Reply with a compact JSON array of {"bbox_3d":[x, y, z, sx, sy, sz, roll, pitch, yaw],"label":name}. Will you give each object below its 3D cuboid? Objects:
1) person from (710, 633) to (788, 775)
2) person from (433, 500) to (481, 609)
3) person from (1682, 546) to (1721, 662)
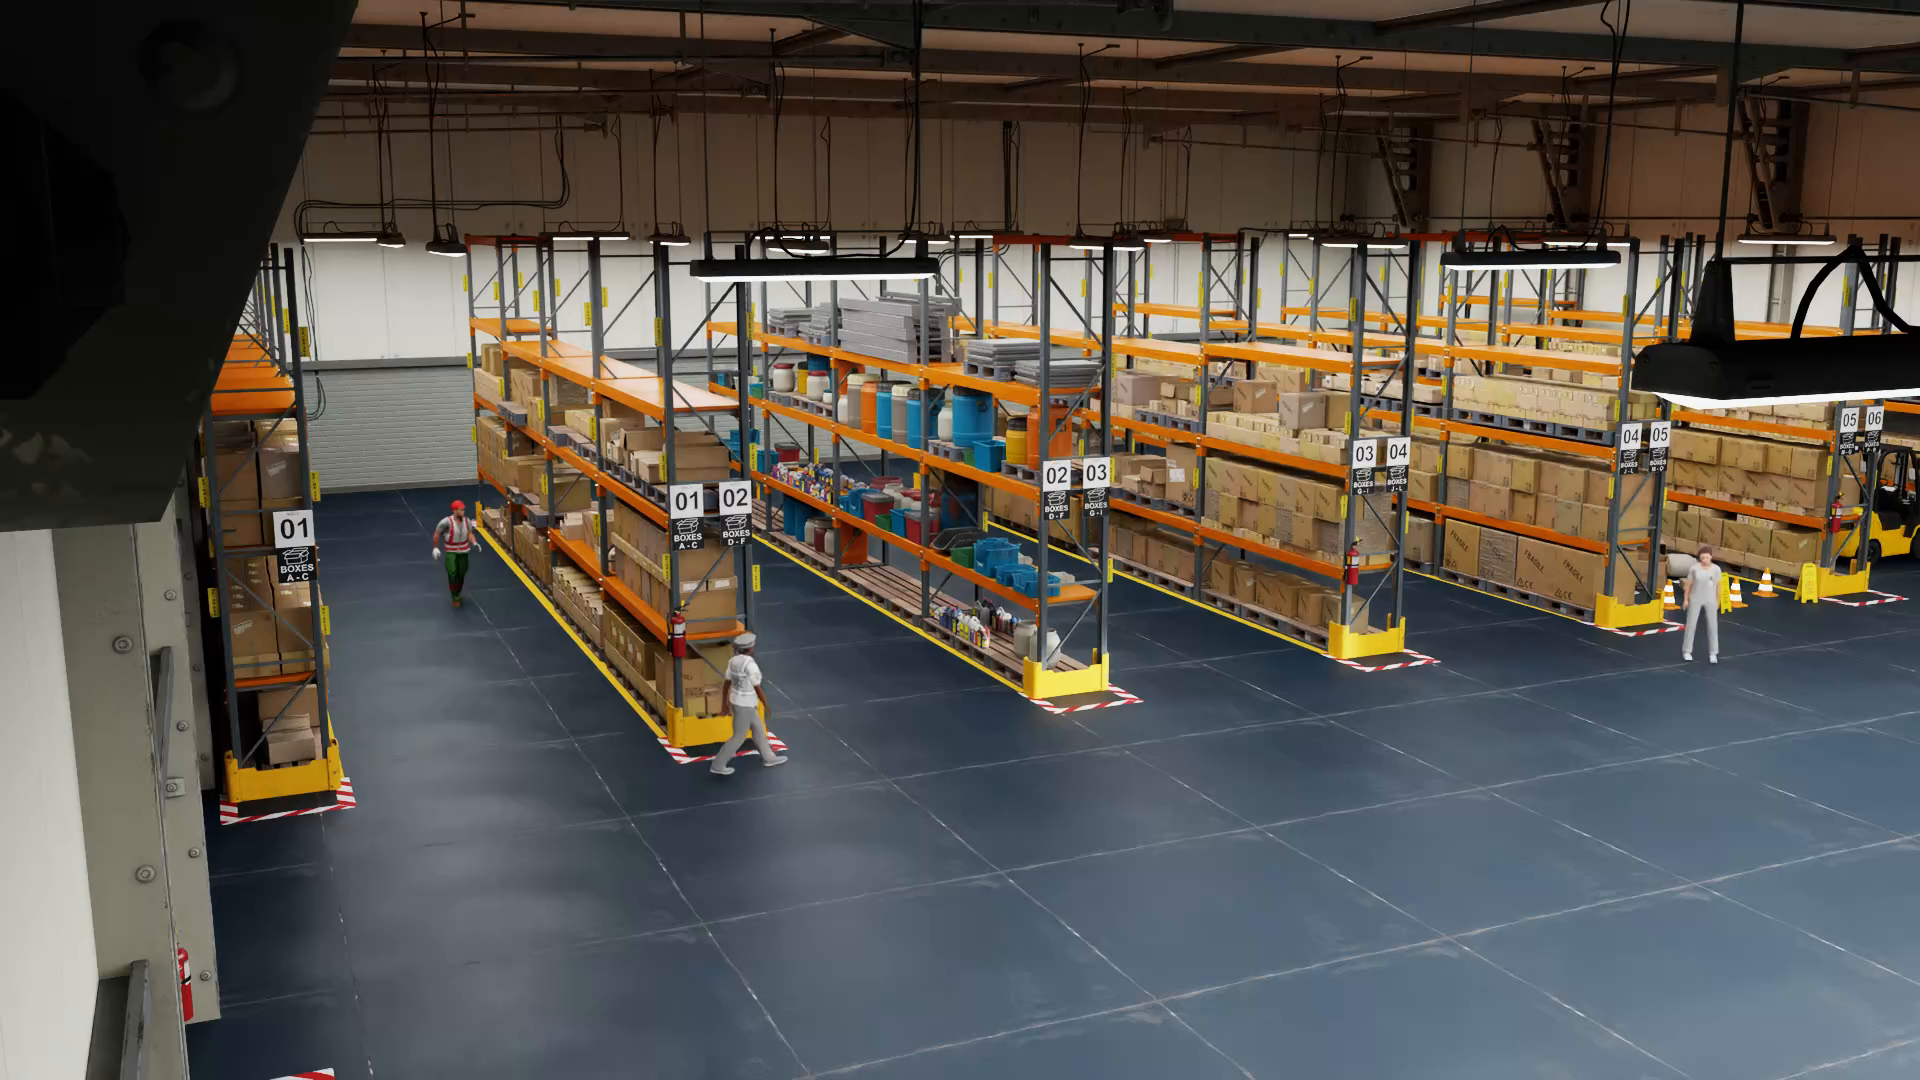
[{"bbox_3d":[-2.427,1.873,19.092,0.973,1.622,0.433,-5,12,-22],"label":"person"},{"bbox_3d":[-8.342,0.230,27.556,0.754,1.807,0.877,-5,12,-23],"label":"person"},{"bbox_3d":[10.726,0.911,24.005,0.528,1.675,0.397,4,12,18],"label":"person"}]
